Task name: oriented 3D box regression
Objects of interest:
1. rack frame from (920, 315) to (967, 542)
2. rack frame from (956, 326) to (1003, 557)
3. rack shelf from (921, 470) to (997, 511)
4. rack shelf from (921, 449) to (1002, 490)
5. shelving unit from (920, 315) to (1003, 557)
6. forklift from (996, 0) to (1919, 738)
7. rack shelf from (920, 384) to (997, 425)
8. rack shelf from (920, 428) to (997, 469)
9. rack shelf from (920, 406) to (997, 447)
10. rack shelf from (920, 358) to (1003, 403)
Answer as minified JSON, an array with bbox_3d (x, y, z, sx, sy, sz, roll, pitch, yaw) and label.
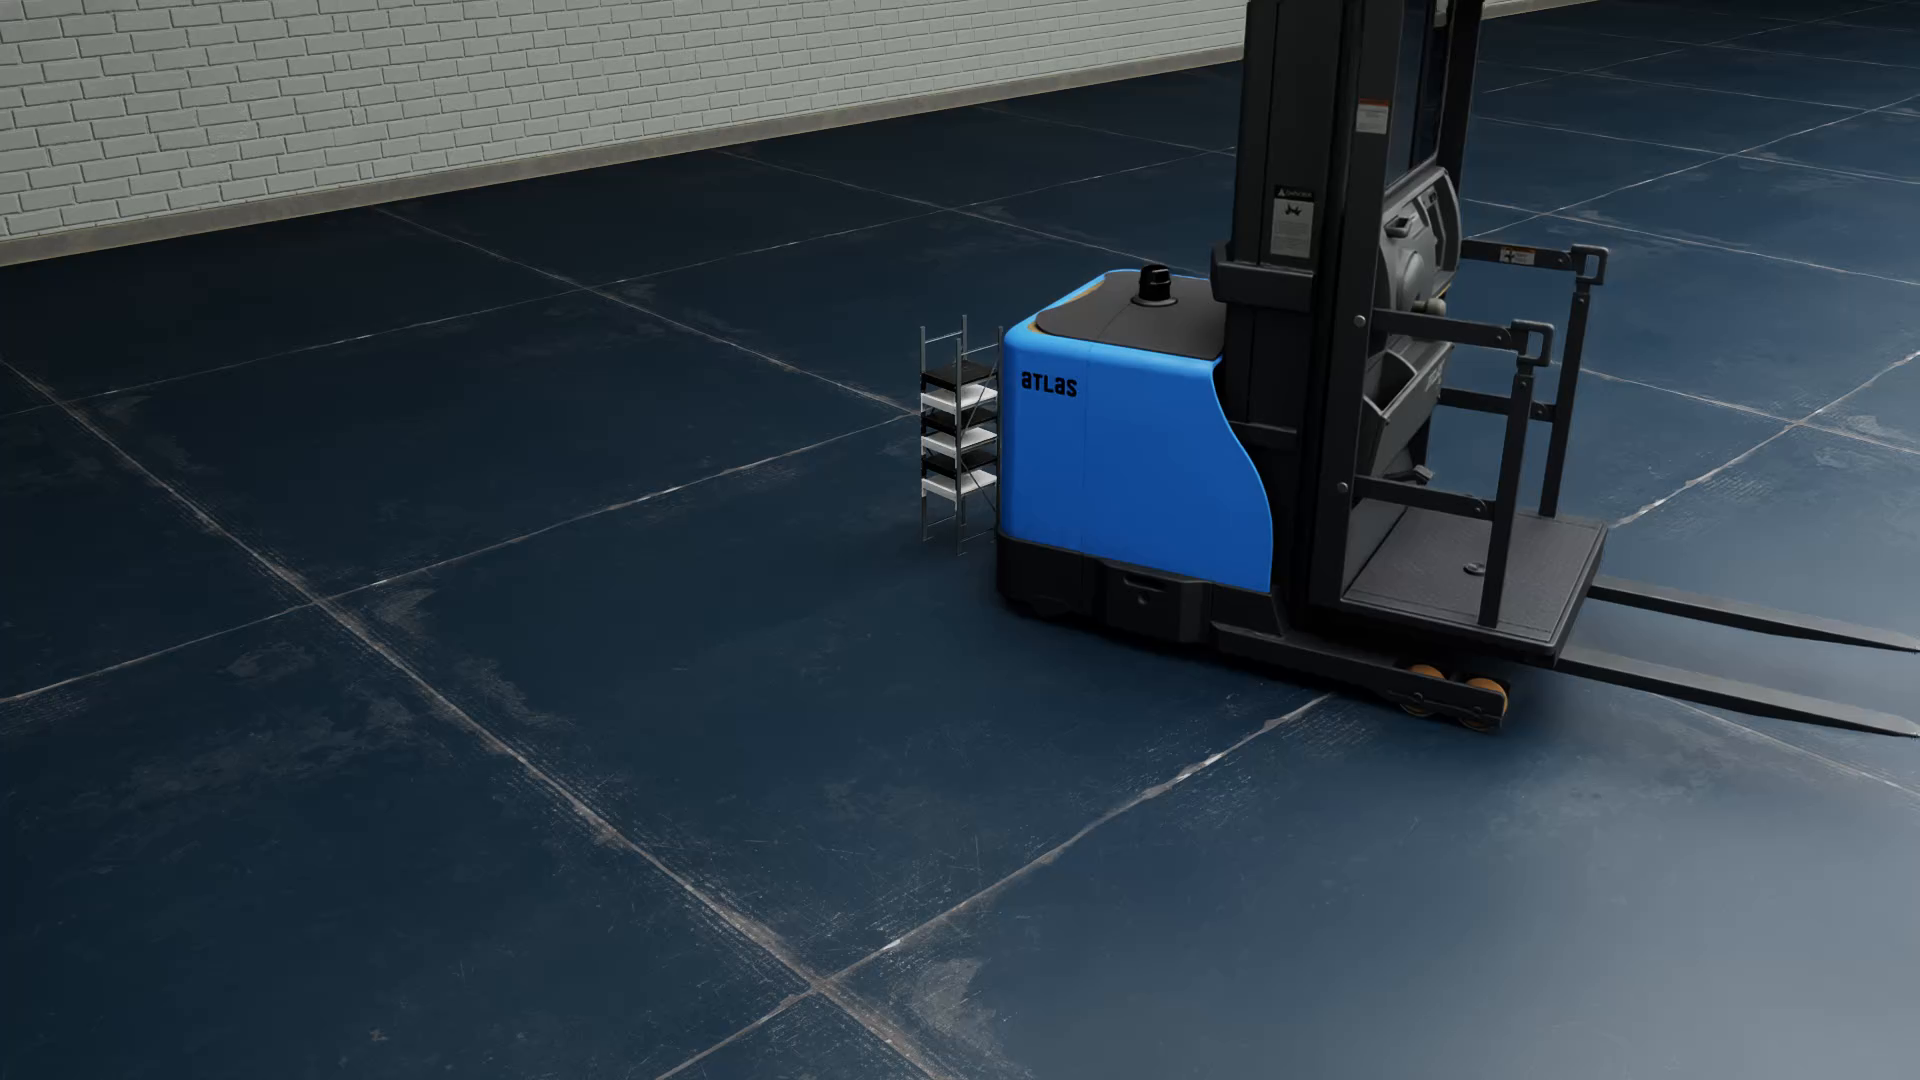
[{"bbox_3d":[-0.064,-0.438,6.625,0.240,0.900,0.006,-21,32,-38],"label":"rack frame"},{"bbox_3d":[0.075,-0.376,6.490,0.240,0.900,0.006,-21,32,-38],"label":"rack frame"},{"bbox_3d":[0.006,-0.213,6.646,0.258,0.077,0.200,-21,32,-38],"label":"rack shelf"},{"bbox_3d":[0.006,-0.295,6.609,0.258,0.077,0.200,-21,32,-38],"label":"rack shelf"},{"bbox_3d":[0.006,-0.407,6.558,0.258,0.900,0.210,-21,32,-38],"label":"shelving unit"},{"bbox_3d":[1.679,-0.967,5.339,3.031,2.935,1.130,13,27,26],"label":"forklift"},{"bbox_3d":[0.006,-0.540,6.497,0.258,0.077,0.200,-21,32,-38],"label":"rack shelf"},{"bbox_3d":[0.006,-0.377,6.572,0.258,0.077,0.200,-21,32,-38],"label":"rack shelf"},{"bbox_3d":[0.006,-0.458,6.534,0.258,0.077,0.200,-21,32,-38],"label":"rack shelf"},{"bbox_3d":[0.006,-0.622,6.460,0.258,0.077,0.200,-21,32,-38],"label":"rack shelf"}]
